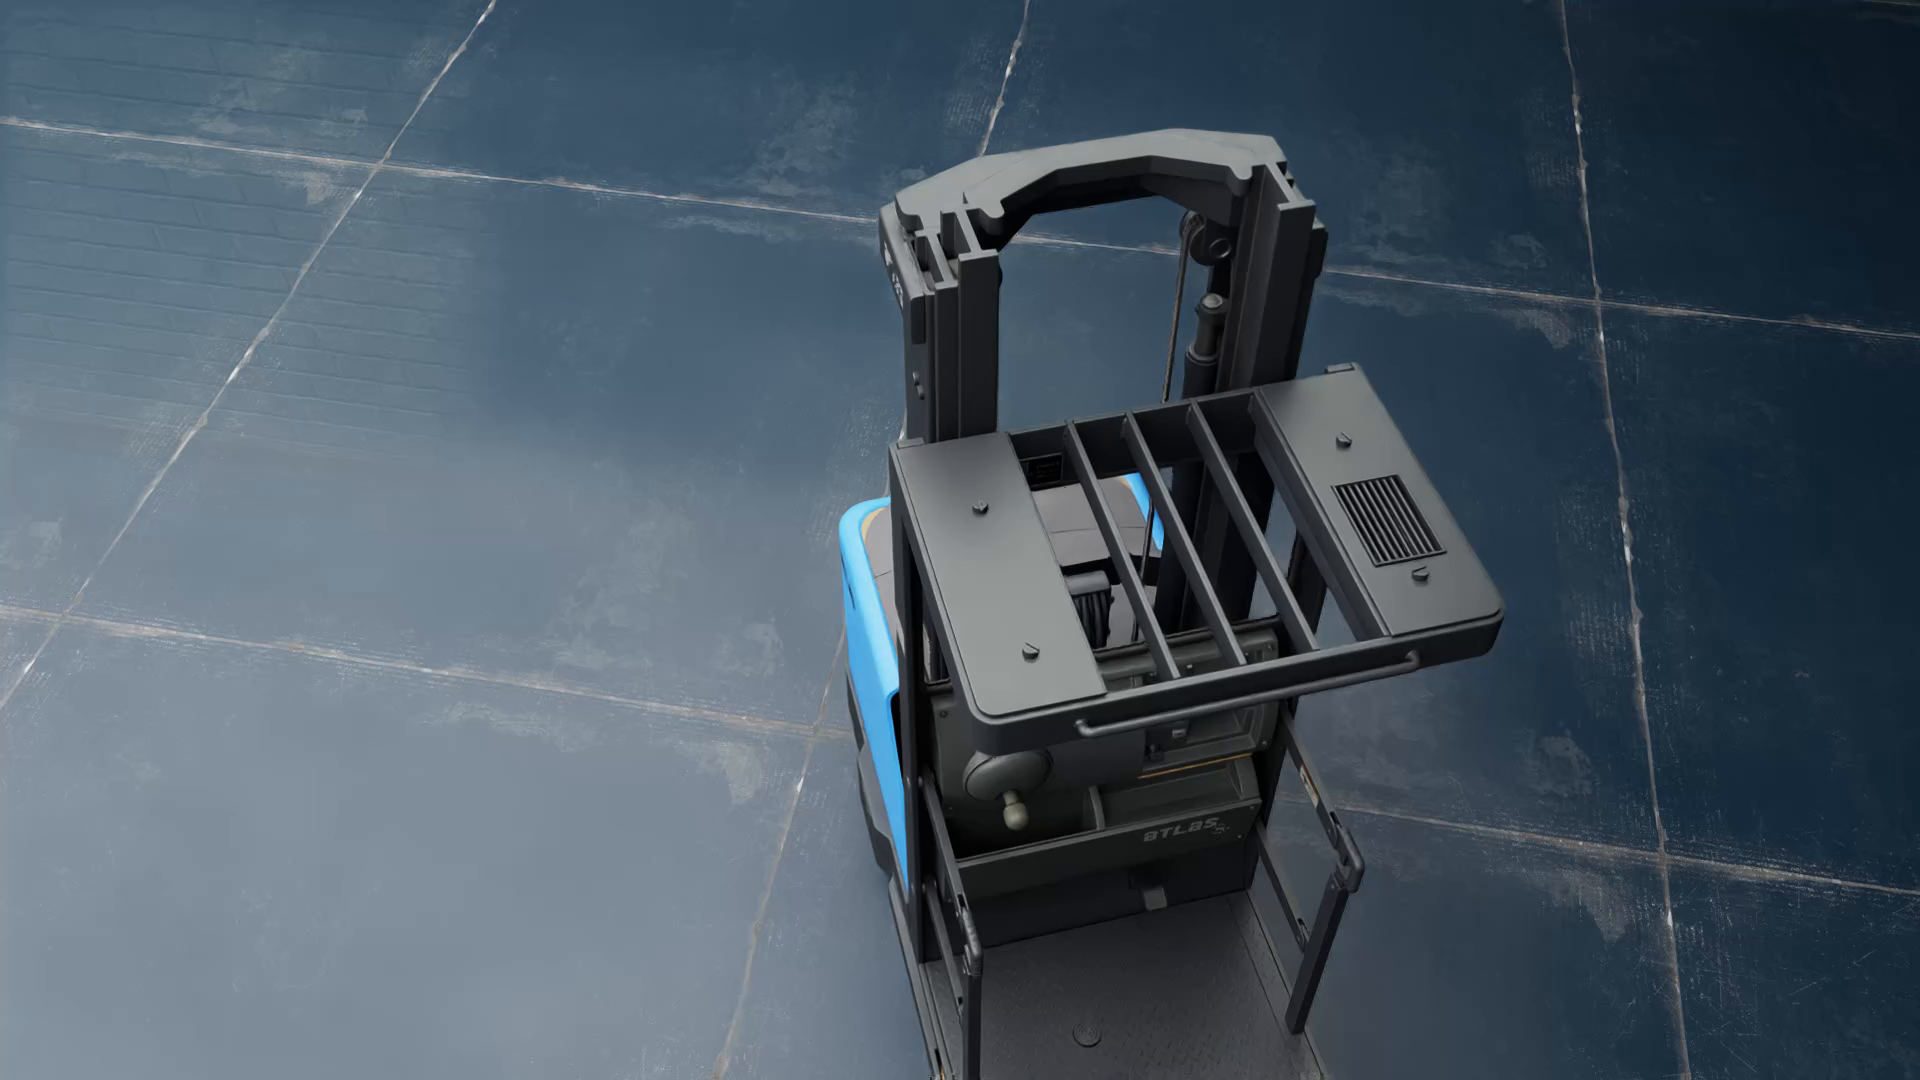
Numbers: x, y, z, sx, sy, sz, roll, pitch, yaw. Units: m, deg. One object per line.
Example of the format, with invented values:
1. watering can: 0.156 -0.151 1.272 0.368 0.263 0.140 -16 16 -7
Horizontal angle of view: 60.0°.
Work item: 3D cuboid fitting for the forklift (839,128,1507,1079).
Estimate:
1. forklift: 0.445 0.602 4.210 1.130 2.935 3.031 -11 49 -9
